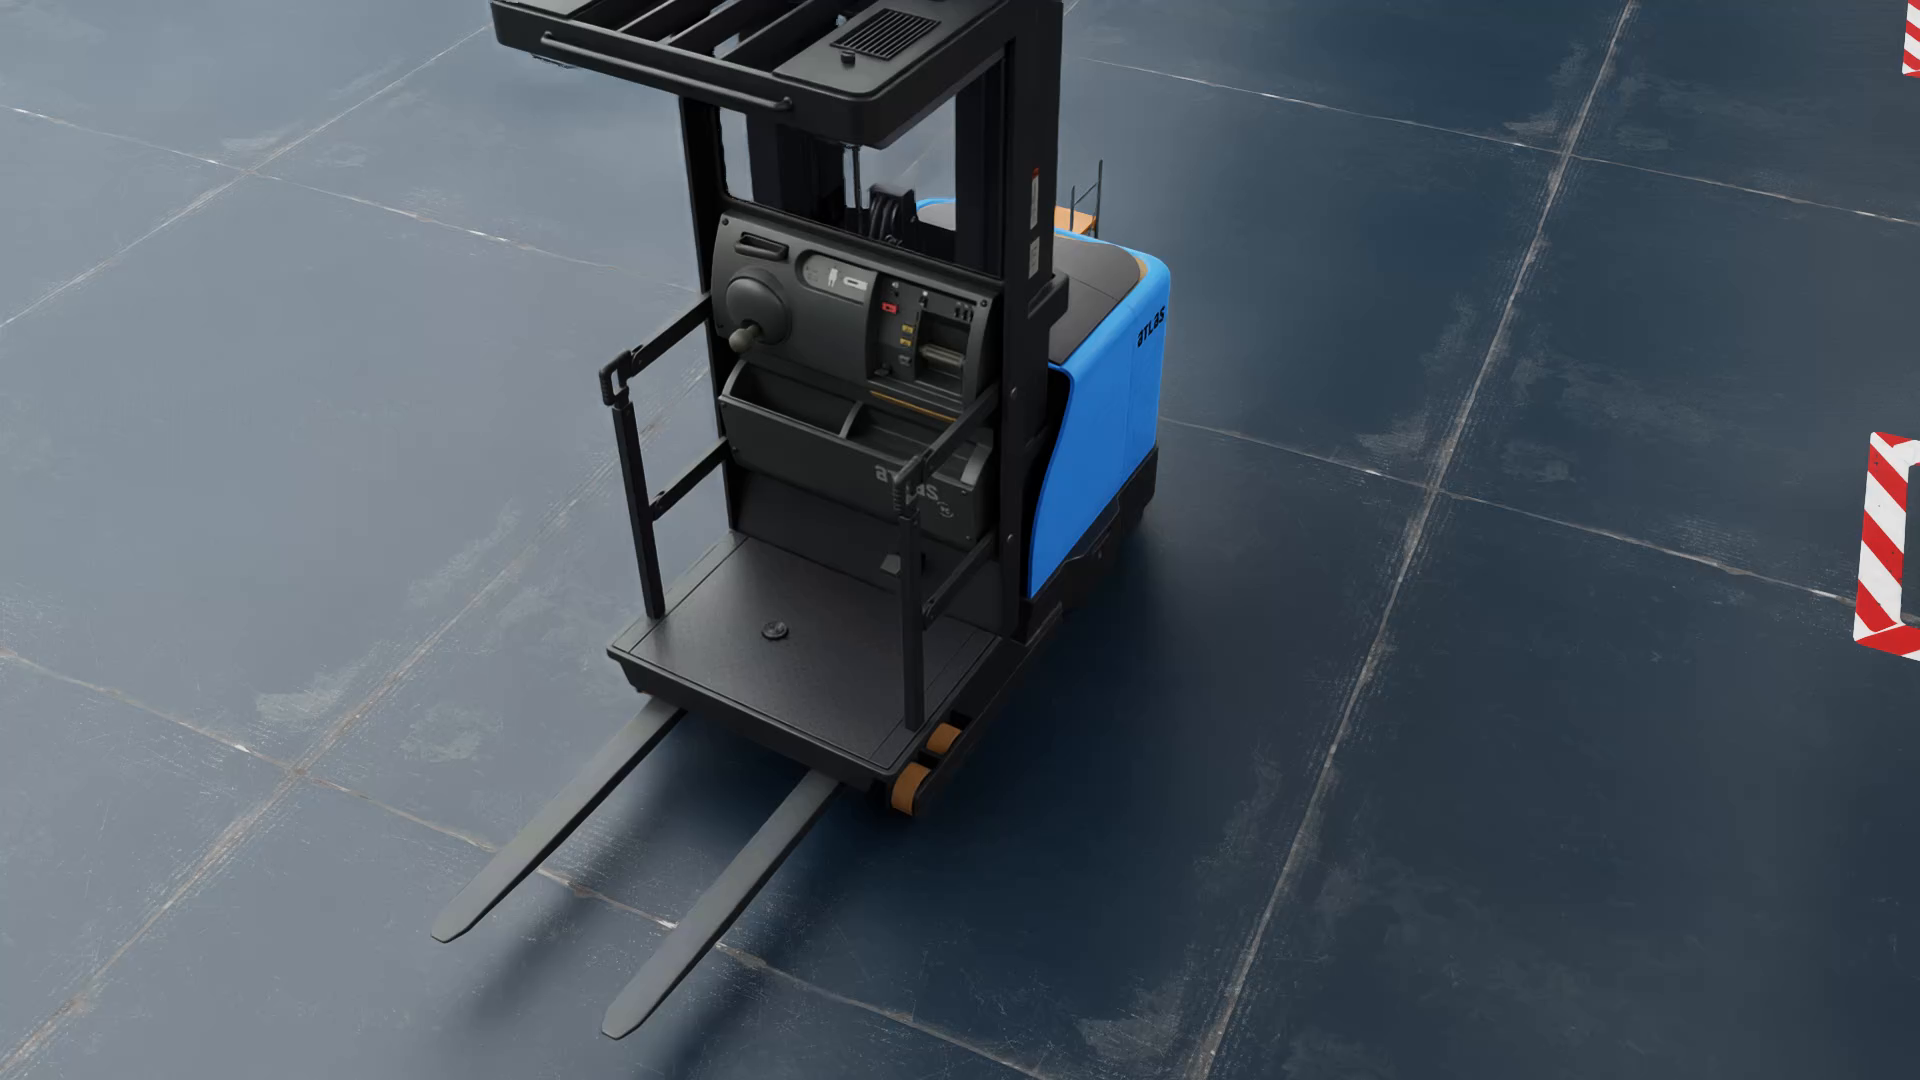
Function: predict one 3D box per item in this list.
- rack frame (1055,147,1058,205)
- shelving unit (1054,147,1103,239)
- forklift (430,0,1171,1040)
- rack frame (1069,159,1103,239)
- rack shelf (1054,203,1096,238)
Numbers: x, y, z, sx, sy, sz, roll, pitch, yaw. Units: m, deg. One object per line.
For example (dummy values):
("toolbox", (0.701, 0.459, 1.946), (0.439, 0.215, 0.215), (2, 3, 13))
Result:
("rack frame", (0.296, -0.915, 6.389), (0.006, 1.200, 0.240), (21, 45, 22))
("shelving unit", (0.375, -0.884, 6.354), (0.189, 1.200, 0.258), (21, 45, 22))
("forklift", (-0.432, -0.586, 4.689), (1.130, 2.935, 3.031), (21, 45, 22))
("rack frame", (0.454, -0.854, 6.320), (0.006, 1.200, 0.240), (21, 45, 22))
("rack shelf", (0.375, -1.123, 6.148), (0.180, 0.103, 0.258), (21, 45, 22))
